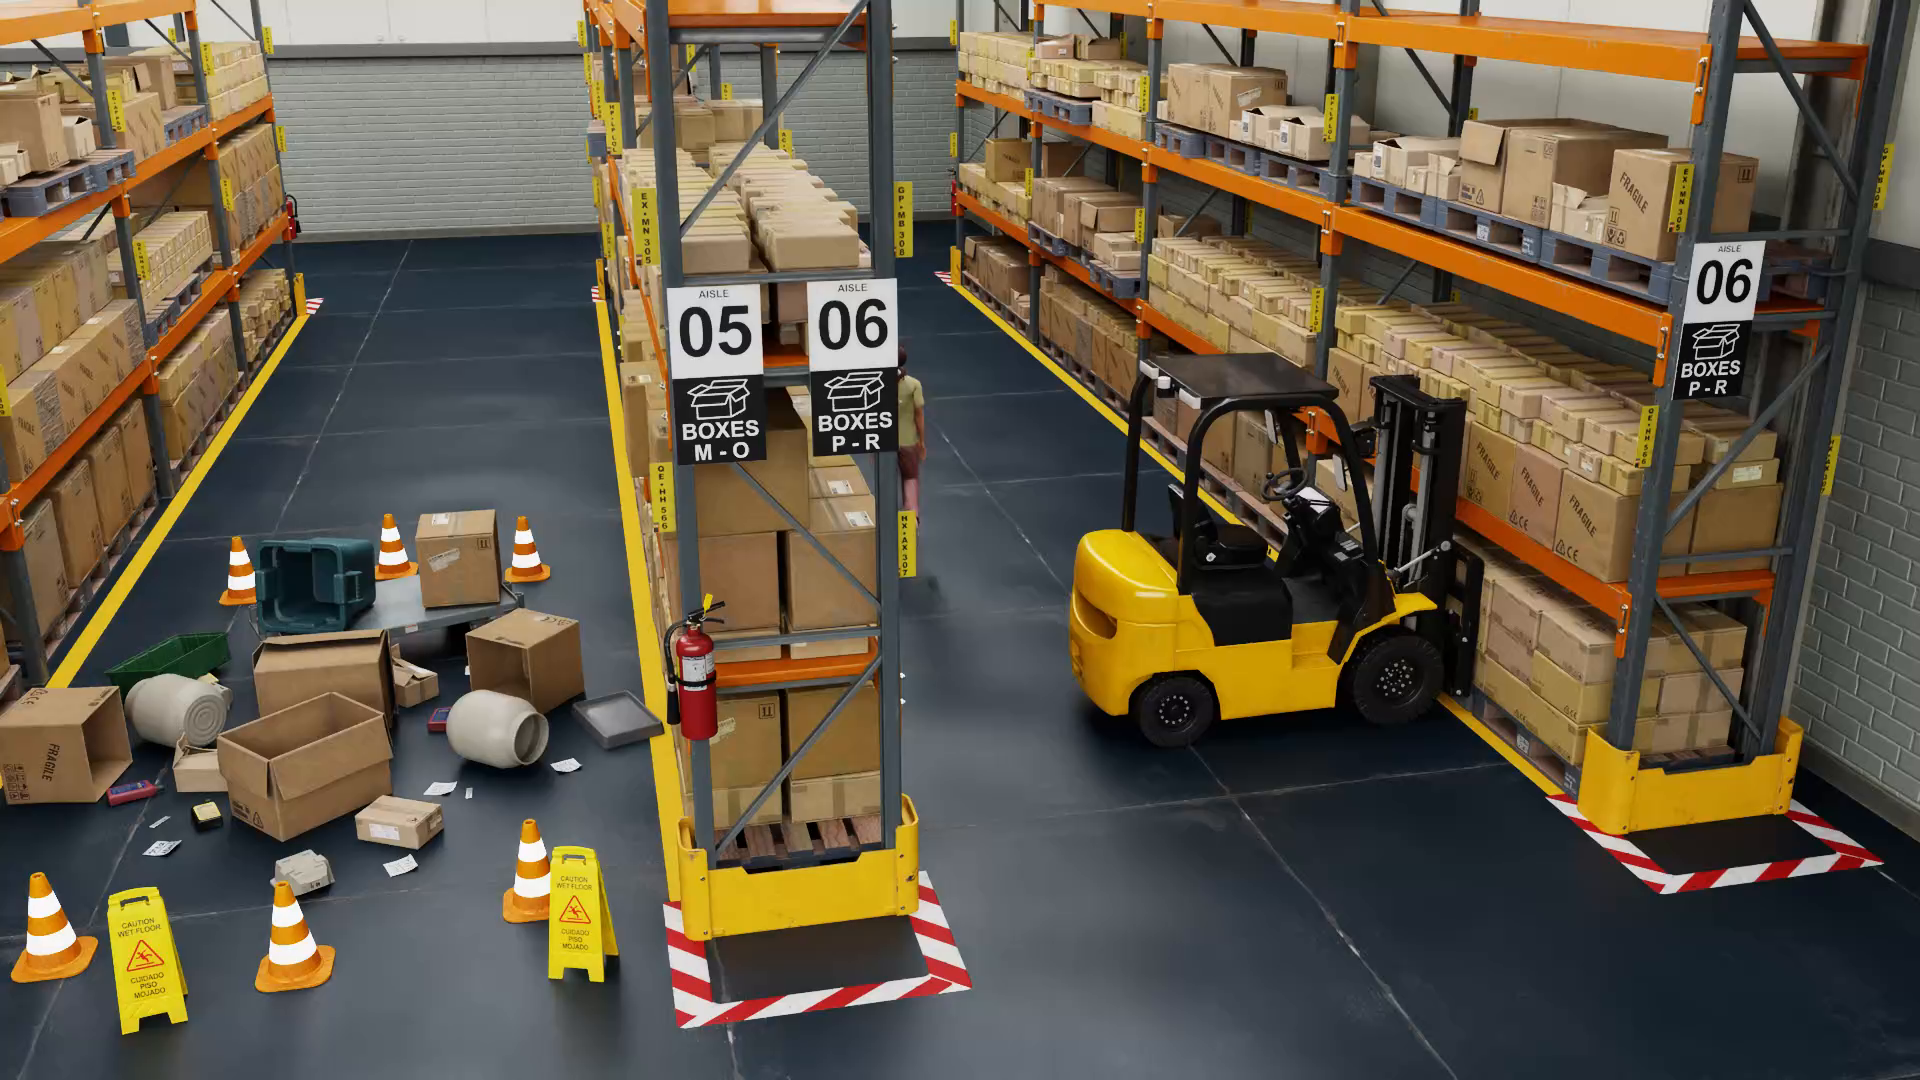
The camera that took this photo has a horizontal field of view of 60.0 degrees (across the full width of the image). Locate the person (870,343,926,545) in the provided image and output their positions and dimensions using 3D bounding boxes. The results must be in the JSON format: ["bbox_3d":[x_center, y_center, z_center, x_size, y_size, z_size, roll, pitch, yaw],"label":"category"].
[{"bbox_3d":[-0.494,-0.735,13.049,0.467,1.662,0.532,-4,20,-10],"label":"person"}]
